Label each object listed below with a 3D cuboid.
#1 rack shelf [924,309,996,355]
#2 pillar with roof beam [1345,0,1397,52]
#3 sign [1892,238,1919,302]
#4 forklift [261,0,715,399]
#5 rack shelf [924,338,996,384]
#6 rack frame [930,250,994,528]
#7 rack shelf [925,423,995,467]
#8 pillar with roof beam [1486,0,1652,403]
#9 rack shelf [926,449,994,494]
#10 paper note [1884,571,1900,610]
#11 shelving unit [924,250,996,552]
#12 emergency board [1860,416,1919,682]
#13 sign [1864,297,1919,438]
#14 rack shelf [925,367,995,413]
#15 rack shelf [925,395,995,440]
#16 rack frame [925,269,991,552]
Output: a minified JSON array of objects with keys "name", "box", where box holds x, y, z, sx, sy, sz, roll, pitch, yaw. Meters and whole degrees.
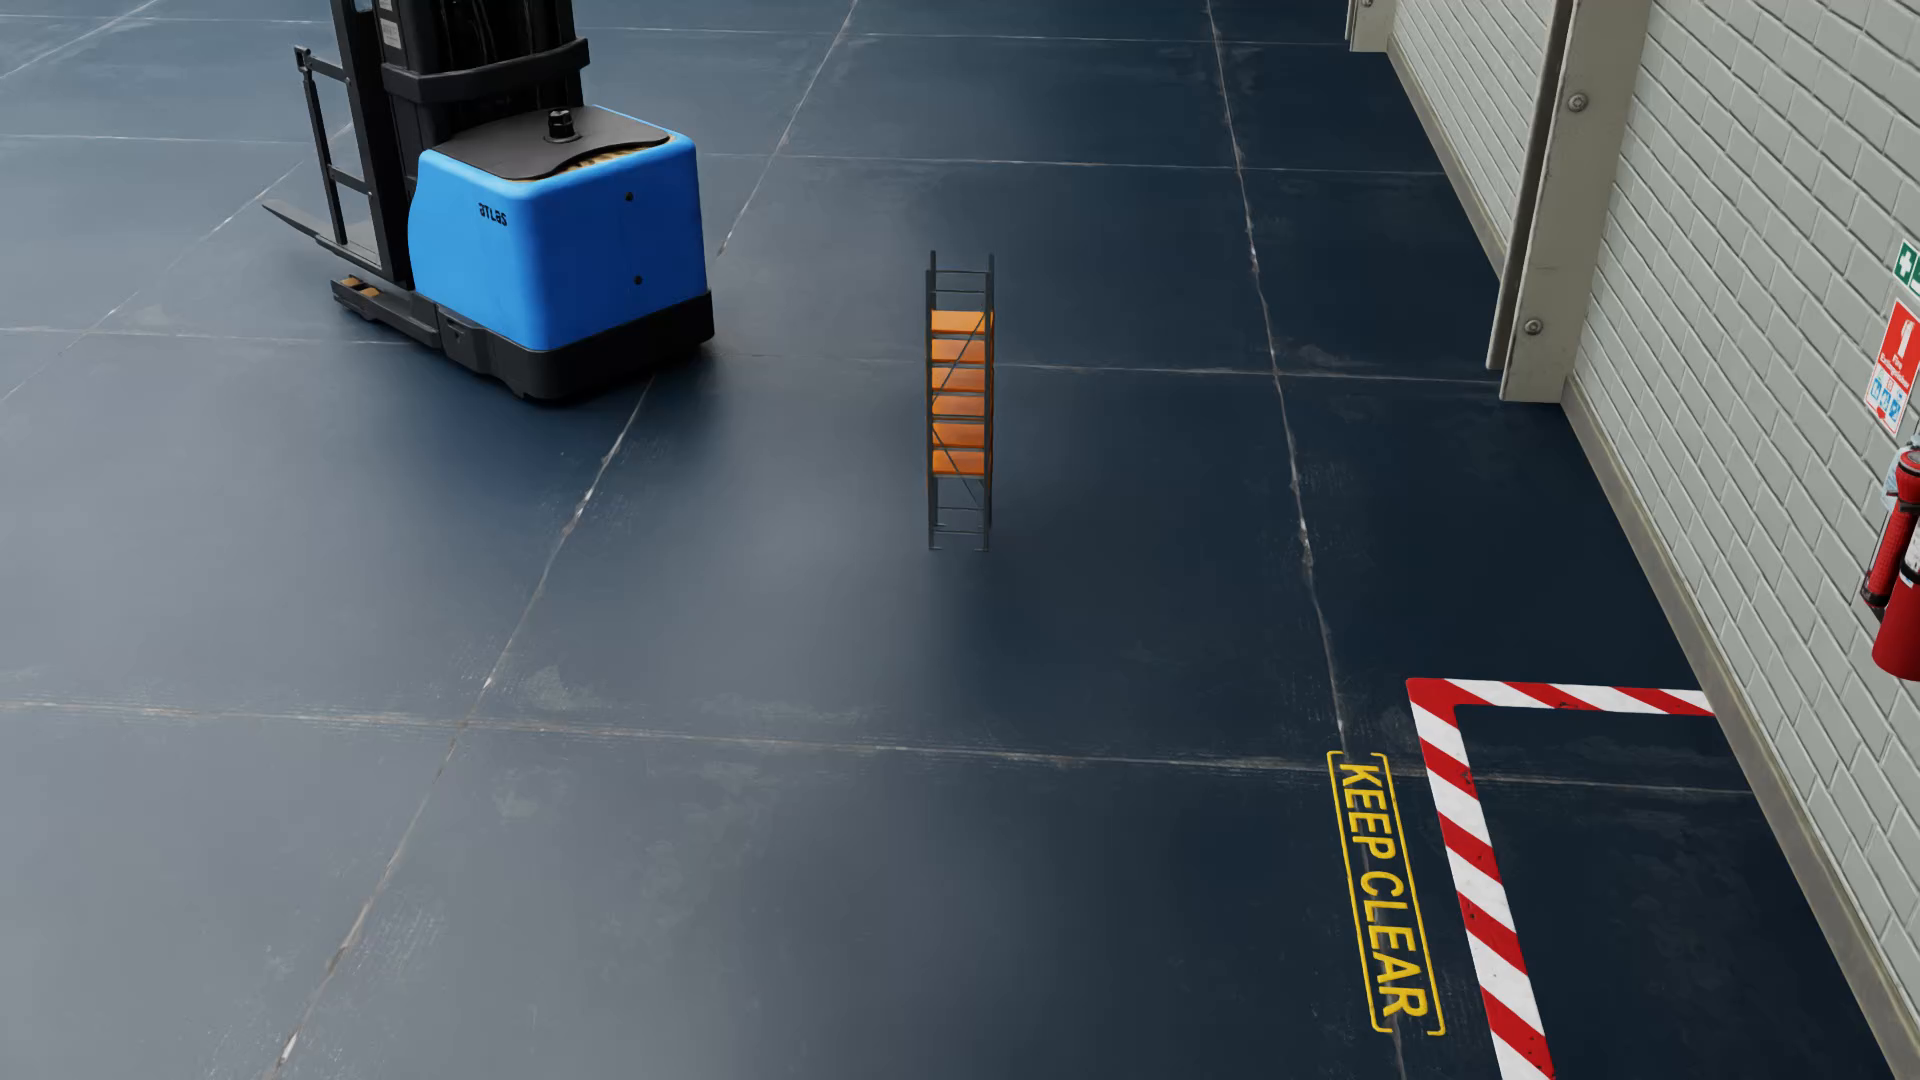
[{"name":"rack shelf","box":[0.001,-0.787,6.282,0.258,0.103,0.180,2,32,4]},{"name":"pillar with roof beam","box":[-1.090,-7.904,10.998,9.100,9.000,0.400,2,32,4]},{"name":"sign","box":[2.601,-0.705,4.496,0.001,0.109,0.331,2,32,4]},{"name":"forklift","box":[-2.637,-2.557,8.105,3.031,2.935,1.130,26,40,36]},{"name":"rack shelf","box":[0.001,-0.685,6.345,0.258,0.103,0.180,2,32,4]},{"name":"rack frame","box":[0.009,-0.566,6.525,0.240,1.200,0.006,2,32,4]},{"name":"rack shelf","box":[0.001,-0.378,6.534,0.258,0.103,0.180,2,32,4]},{"name":"pillar with roof beam","box":[-1.579,-4.766,5.907,9.100,9.000,0.400,2,32,4]},{"name":"rack shelf","box":[0.001,-0.276,6.597,0.258,0.103,0.180,2,32,4]},{"name":"paper note","box":[2.546,0.104,4.562,0.016,0.148,0.142,2,32,4]},{"name":"shelving unit","box":[0.001,-0.518,6.447,0.258,1.200,0.189,2,32,4]},{"name":"emergency board","box":[2.463,-0.182,4.186,0.194,1.169,0.643,2,32,4]},{"name":"sign","box":[2.610,-0.481,4.638,0.001,0.329,0.234,2,32,4]},{"name":"rack shelf","box":[0.001,-0.583,6.408,0.258,0.103,0.180,2,32,4]},{"name":"rack shelf","box":[0.001,-0.481,6.471,0.258,0.103,0.180,2,32,4]},{"name":"rack frame","box":[-0.006,-0.471,6.370,0.240,1.200,0.006,2,32,4]}]
